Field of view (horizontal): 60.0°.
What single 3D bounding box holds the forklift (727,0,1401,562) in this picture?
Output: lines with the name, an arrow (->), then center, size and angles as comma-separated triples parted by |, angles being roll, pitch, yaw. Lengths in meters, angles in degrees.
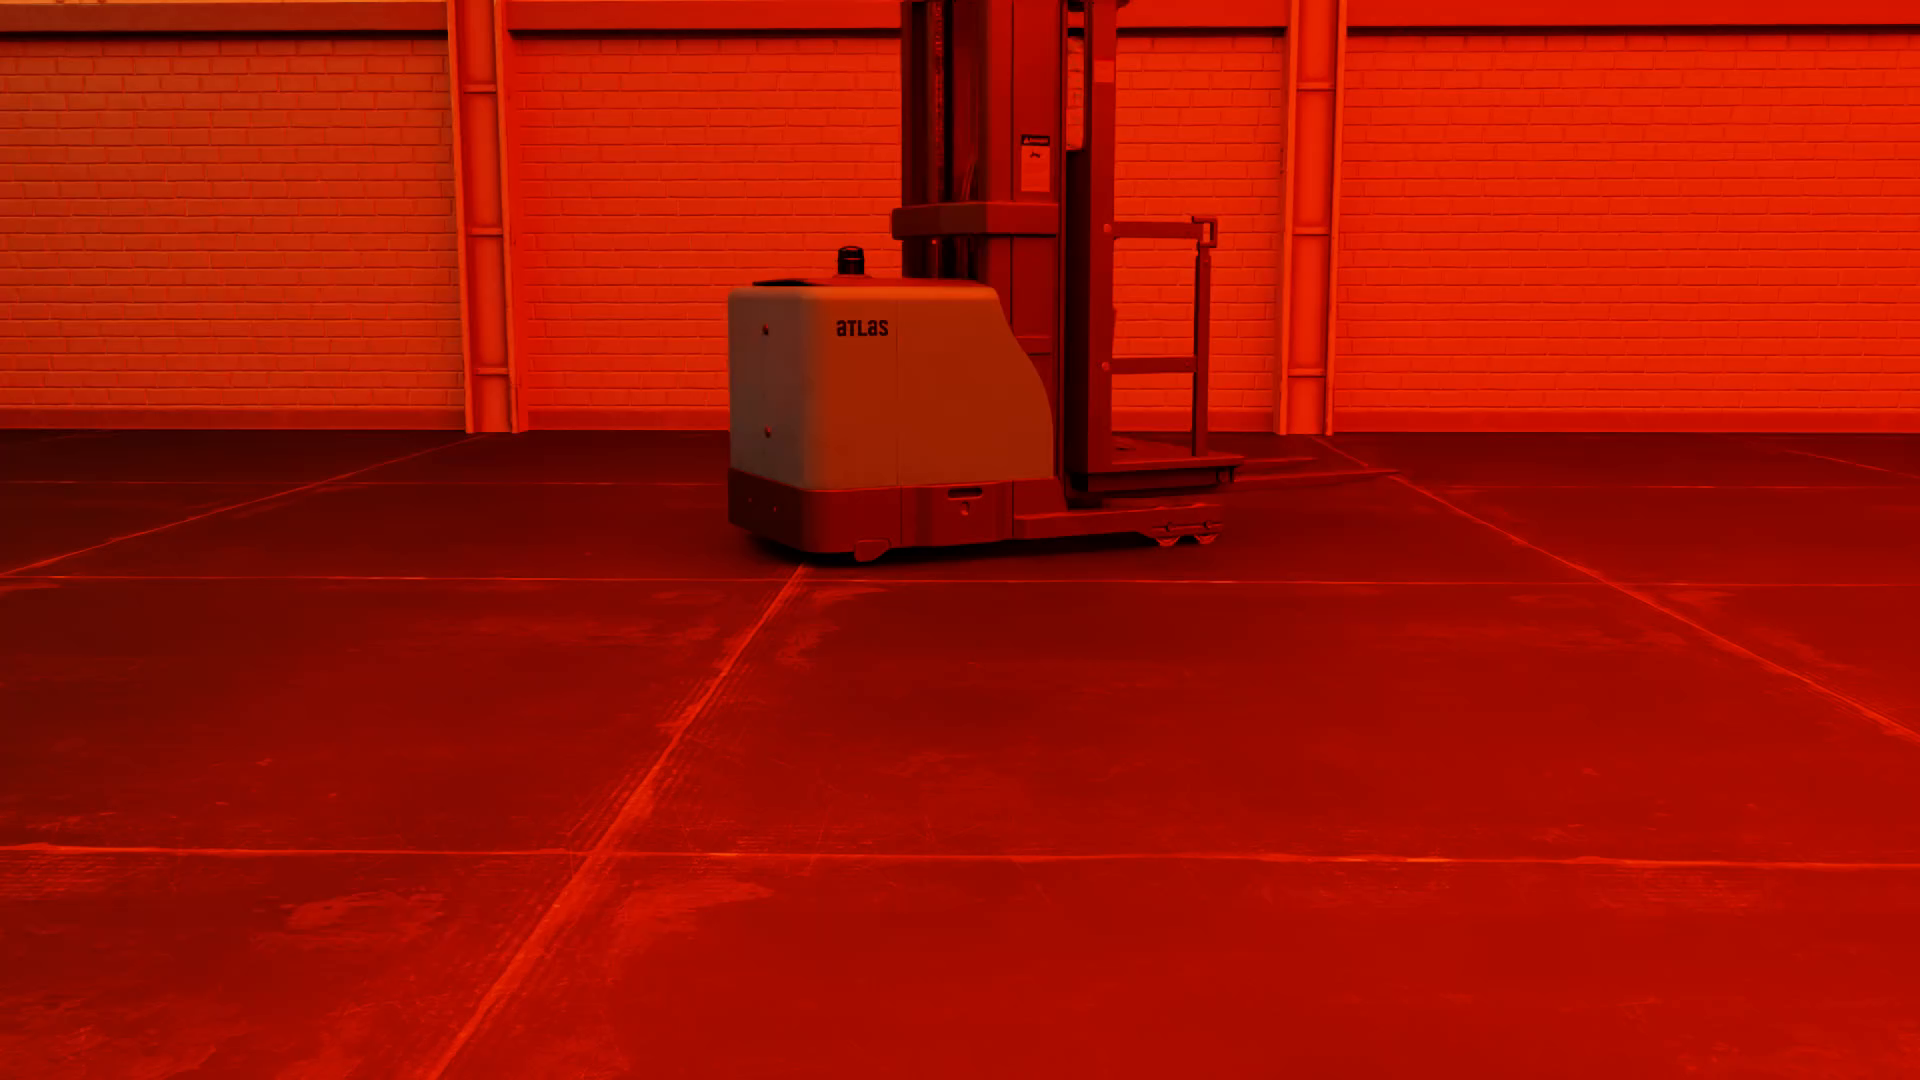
forklift -> 0.556, -1.494, 7.201 | 3.031, 2.935, 1.130 | -4, 10, -26
